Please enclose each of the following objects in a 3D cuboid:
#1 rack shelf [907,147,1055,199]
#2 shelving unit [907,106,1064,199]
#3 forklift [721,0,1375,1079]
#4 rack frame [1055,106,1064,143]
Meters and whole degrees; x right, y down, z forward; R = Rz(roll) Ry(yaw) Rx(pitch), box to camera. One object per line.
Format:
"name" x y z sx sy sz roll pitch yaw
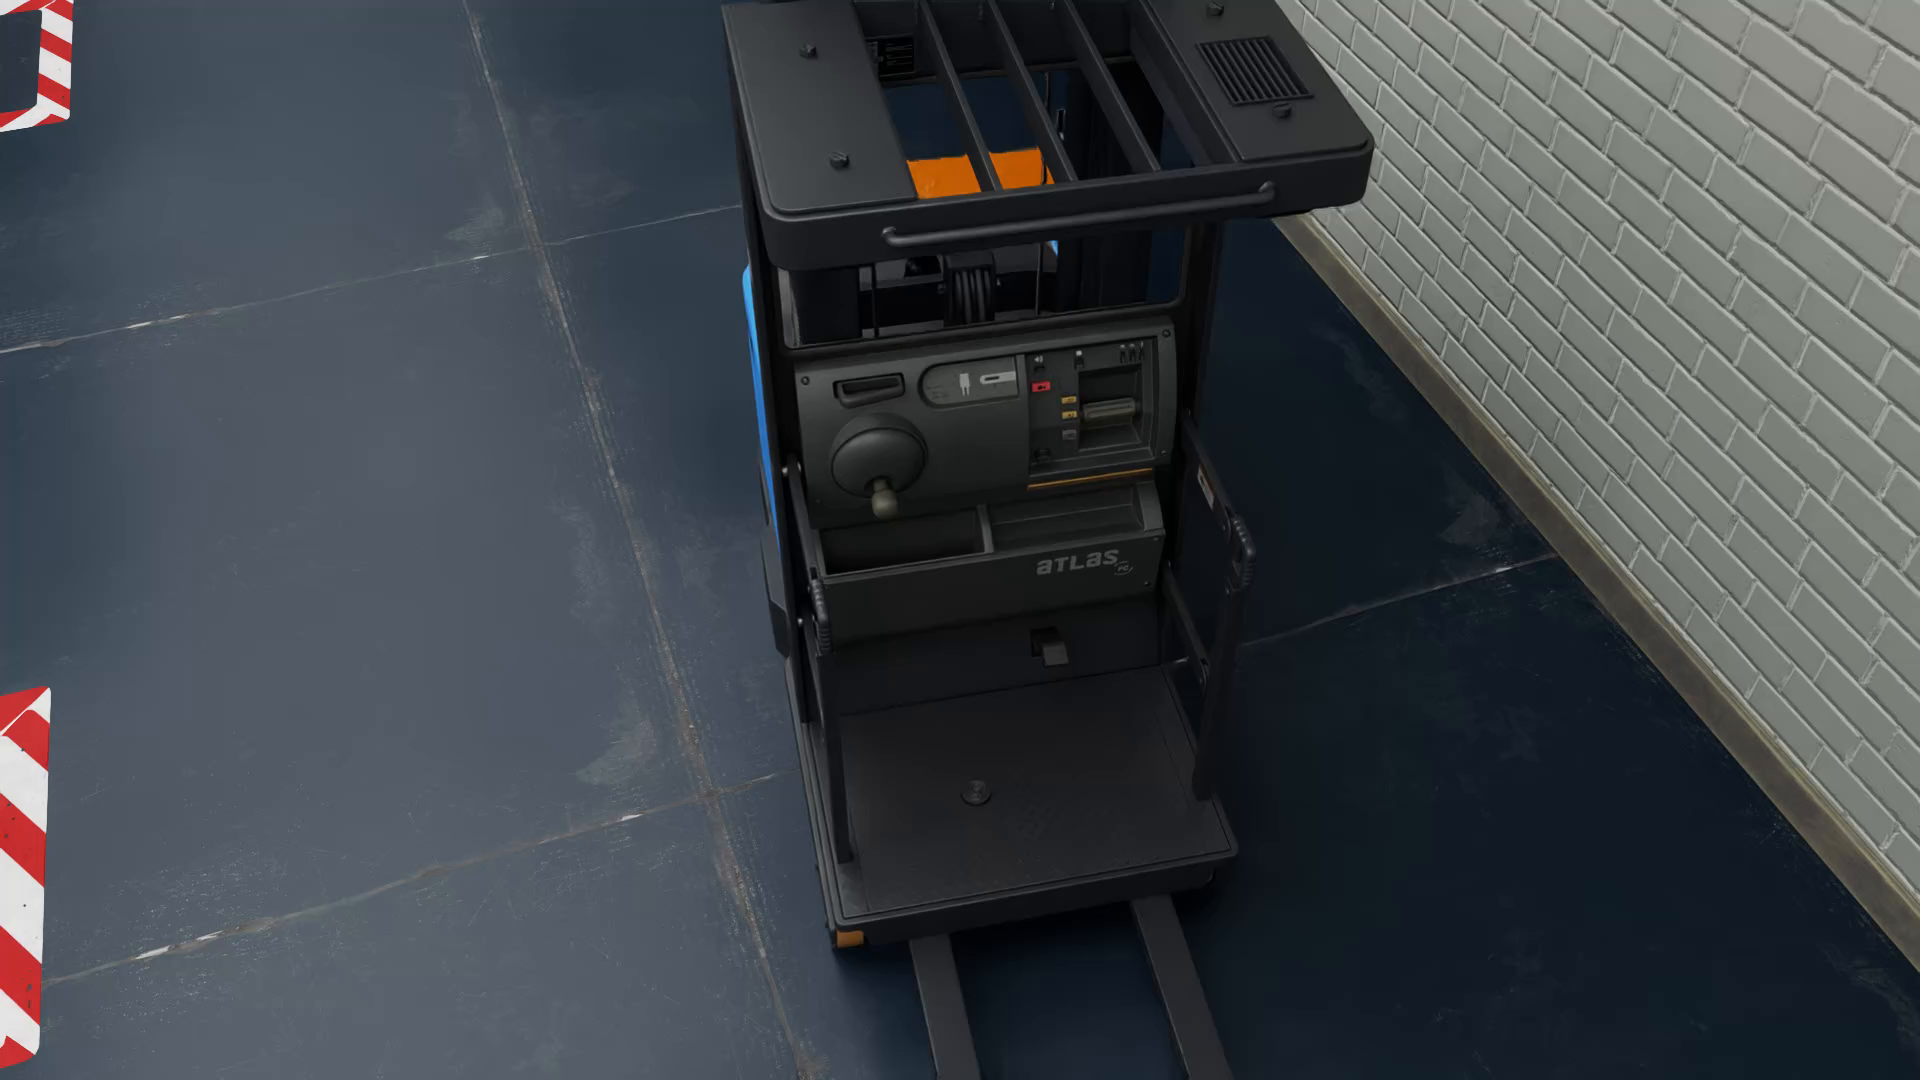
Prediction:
"rack shelf" -0.122 -1.039 5.578 1.000 0.278 0.538 -7 45 -7
"shelving unit" -0.122 -0.832 5.785 1.048 1.125 0.538 -7 45 -7
"forklift" 0.118 -0.200 3.880 1.130 2.935 3.031 -8 46 -8
"rack frame" 0.379 -0.893 5.845 0.032 1.125 0.500 -7 45 -7
